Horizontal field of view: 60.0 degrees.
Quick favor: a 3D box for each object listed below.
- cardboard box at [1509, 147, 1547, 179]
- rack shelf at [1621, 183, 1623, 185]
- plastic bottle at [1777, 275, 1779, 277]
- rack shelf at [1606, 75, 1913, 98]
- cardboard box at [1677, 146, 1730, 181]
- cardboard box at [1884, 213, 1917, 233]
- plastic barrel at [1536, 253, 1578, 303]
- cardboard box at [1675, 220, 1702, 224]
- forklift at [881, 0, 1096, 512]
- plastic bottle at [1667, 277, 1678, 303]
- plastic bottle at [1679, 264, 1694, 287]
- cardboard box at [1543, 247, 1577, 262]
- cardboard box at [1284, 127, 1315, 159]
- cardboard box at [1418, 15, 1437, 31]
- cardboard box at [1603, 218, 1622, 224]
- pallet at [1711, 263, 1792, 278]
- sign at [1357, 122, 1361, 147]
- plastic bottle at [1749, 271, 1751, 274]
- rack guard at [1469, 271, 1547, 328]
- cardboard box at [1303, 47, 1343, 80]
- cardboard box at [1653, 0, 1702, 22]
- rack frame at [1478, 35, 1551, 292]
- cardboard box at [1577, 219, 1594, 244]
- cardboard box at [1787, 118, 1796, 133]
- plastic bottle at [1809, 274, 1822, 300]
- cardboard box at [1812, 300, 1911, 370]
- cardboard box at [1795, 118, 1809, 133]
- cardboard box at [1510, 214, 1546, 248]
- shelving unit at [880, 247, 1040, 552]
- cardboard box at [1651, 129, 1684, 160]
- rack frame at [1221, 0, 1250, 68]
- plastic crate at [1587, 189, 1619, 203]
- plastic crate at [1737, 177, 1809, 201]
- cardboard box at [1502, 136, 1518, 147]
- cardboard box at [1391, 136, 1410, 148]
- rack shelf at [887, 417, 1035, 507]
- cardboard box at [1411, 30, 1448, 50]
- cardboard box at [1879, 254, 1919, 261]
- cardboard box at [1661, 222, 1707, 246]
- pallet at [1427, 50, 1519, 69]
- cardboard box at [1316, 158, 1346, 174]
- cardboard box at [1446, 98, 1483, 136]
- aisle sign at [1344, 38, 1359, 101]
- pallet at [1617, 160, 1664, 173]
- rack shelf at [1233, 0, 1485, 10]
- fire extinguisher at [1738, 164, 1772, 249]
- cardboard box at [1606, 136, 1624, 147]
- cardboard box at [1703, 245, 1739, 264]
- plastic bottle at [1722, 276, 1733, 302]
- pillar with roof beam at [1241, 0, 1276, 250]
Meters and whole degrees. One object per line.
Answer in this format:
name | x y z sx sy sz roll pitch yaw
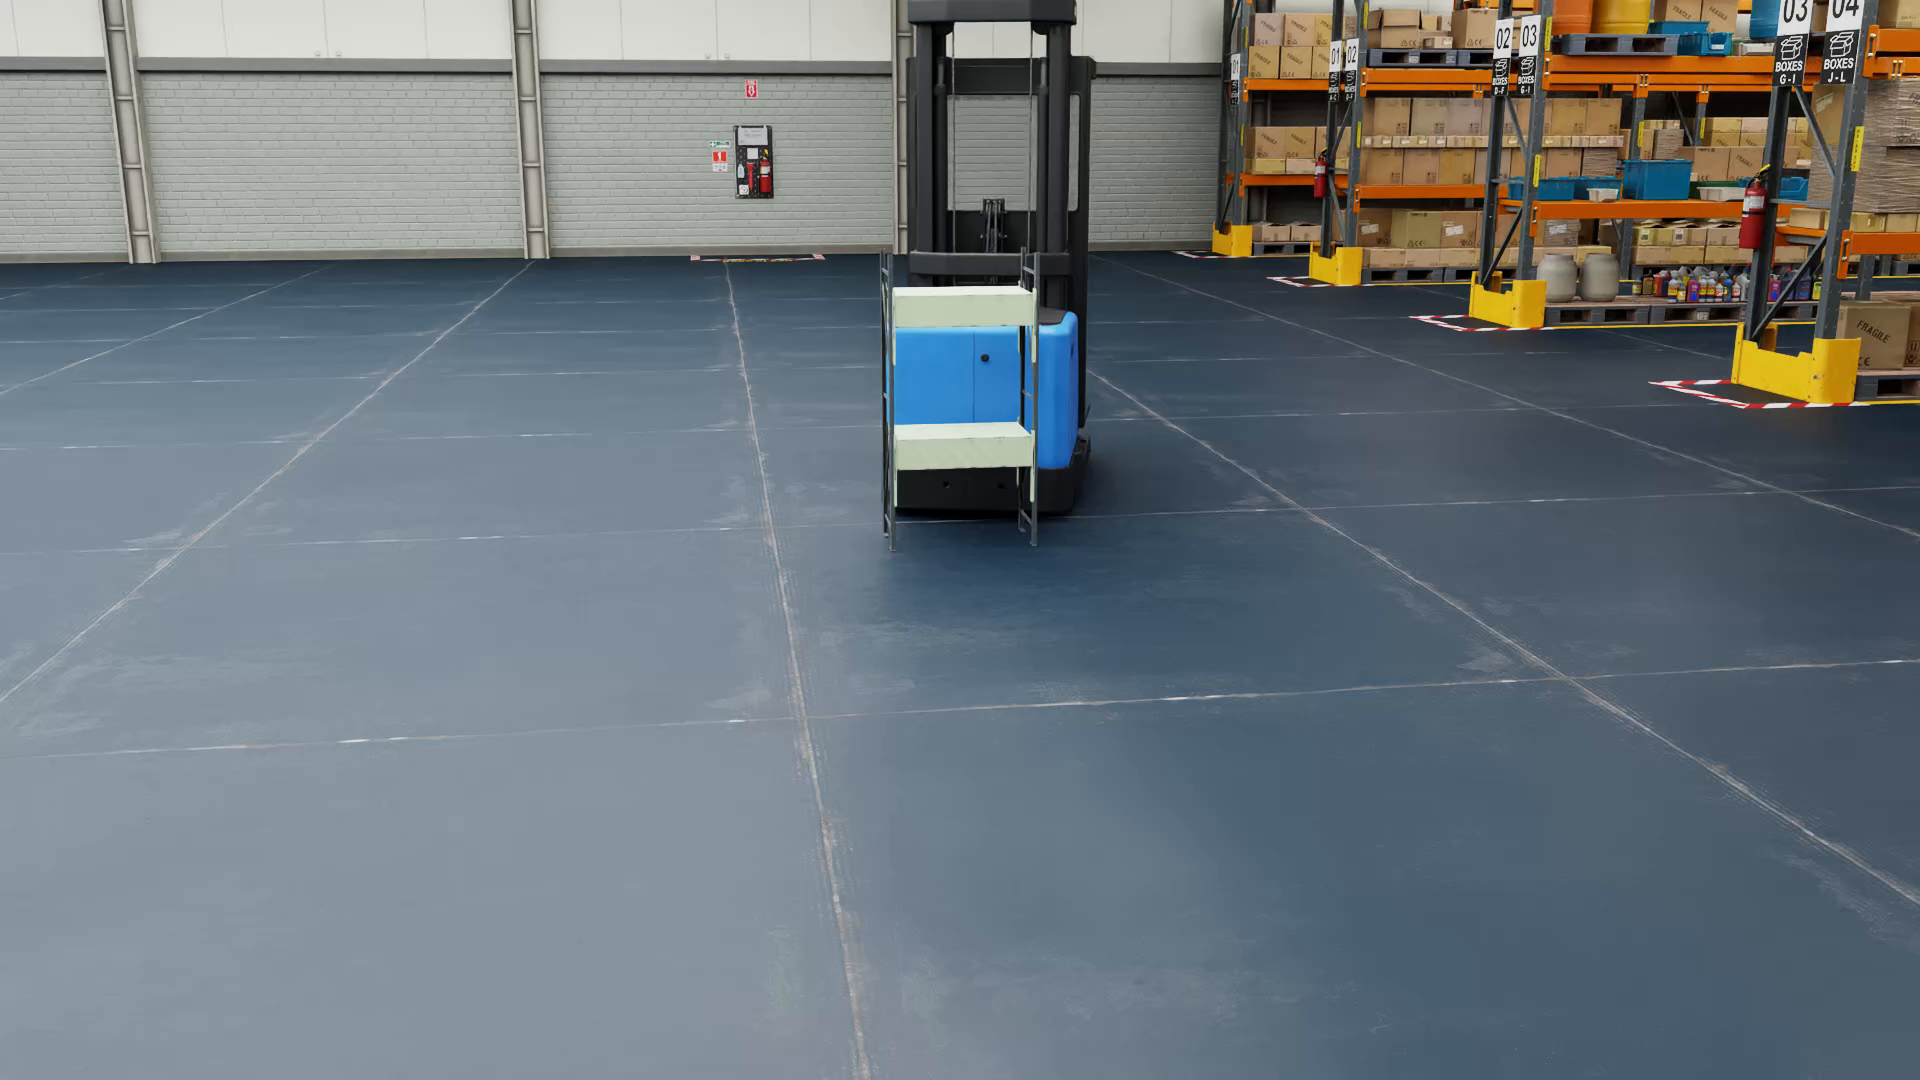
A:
cardboard box | 7.702 -5.178 22.996 0.500 0.500 0.700 -2 14 -7
rack shelf | 11.135 -4.908 23.606 4.000 0.370 1.077 -2 14 -8
plastic bottle | 9.410 -2.939 19.124 0.097 0.201 0.097 0 14 0
rack shelf | 11.135 -6.363 23.241 4.000 0.370 1.077 -2 14 -8
cardboard box | 10.440 -5.276 23.388 0.500 0.500 0.500 -1 14 -4
cardboard box | 7.241 -2.492 13.010 0.250 0.149 0.380 -2 14 -8
plastic barrel | 6.575 -2.887 18.319 0.421 0.512 0.421 0 14 0
cardboard box | 10.522 -4.448 23.929 0.500 0.311 0.500 -2 14 -8
forklift | 0.254 -1.881 10.197 1.130 2.935 3.031 2 14 7
plastic bottle | 7.775 -2.729 18.141 0.097 0.271 0.097 0 14 0
plastic bottle | 8.240 -2.963 18.912 0.185 0.351 0.144 -2 14 -6
cardboard box | 8.235 -3.970 23.173 0.500 0.250 0.500 -2 14 -8
cardboard box | 5.467 -6.492 27.169 0.500 0.500 0.500 -2 14 -8
cardboard box | 7.417 -8.268 27.056 0.500 0.500 0.500 -1 14 -5
cardboard box | 11.140 -5.493 28.691 0.500 0.500 0.700 -2 14 -8
pallet | 11.089 -3.913 23.892 1.213 0.211 1.003 -2 14 -8
sign | 5.278 -5.364 22.003 0.005 0.325 0.100 -2 14 -8
plastic bottle | 9.053 -2.957 18.889 0.185 0.351 0.144 -2 14 -8
rack guard | 6.004 -2.650 18.260 0.348 0.500 1.175 -2 14 -8
cardboard box | 5.877 -7.727 26.953 0.500 0.500 0.500 -1 14 -6
cardboard box | 9.773 -7.147 22.791 0.500 0.500 0.500 -2 14 -8
rack frame | 5.936 -3.848 17.900 0.127 3.000 1.000 -2 14 -8
cardboard box | 8.652 -4.477 23.655 0.500 0.500 0.500 -2 14 -8
cardboard box | 13.883 -7.080 28.389 0.500 0.250 0.500 -2 14 -8
plastic bottle | 9.465 -2.792 18.369 0.133 0.283 0.061 -1 14 -5
cardboard box | 7.294 -1.667 13.476 0.500 0.500 0.500 1 14 2
cardboard box | 14.387 -7.100 28.468 0.500 0.250 0.500 -2 14 -9
cardboard box | 7.741 -4.315 23.008 0.500 0.500 0.500 -2 14 -8
shelving unit | -0.007 -0.727 8.538 0.755 1.500 0.431 -2 14 -8
cardboard box | 11.907 -6.764 28.415 0.500 0.500 0.700 -4 15 -15
rack frame | 4.460 -9.141 26.672 0.127 3.000 1.000 -2 14 -8
plastic crate | 6.869 -3.675 17.752 0.250 0.136 0.298 -2 14 -8
plastic crate | 8.837 -3.816 18.075 0.616 0.251 0.499 -2 14 -8
cardboard box | 7.402 -5.430 22.670 0.250 0.149 0.380 -2 14 -6
cardboard box | 5.882 -5.375 22.451 0.250 0.149 0.380 -2 14 -10
rack shelf | -0.007 -0.411 8.618 0.720 0.370 0.431 -2 14 -8
cardboard box | 6.301 -6.799 22.656 0.500 0.250 0.500 -2 14 -8
cardboard box | 13.605 -4.278 23.849 0.500 0.500 0.500 -1 14 -6
cardboard box | 10.098 -4.299 23.332 0.500 0.311 0.500 -2 14 -9
pallet | 7.114 -6.516 22.554 1.213 0.211 1.003 -2 14 -8
cardboard box | 6.006 -6.149 27.340 0.500 0.250 0.500 -2 14 -9
cardboard box | 6.735 -5.772 22.699 0.500 0.500 0.700 -2 14 -8
aisle sign | 5.182 -6.225 22.032 0.004 0.787 0.394 -2 14 -8
pallet | 11.682 -6.377 28.376 1.003 0.211 1.213 -2 14 -8
rack shelf | 6.438 -8.863 27.049 4.000 0.370 1.077 -2 14 -8
fire extinguisher | 6.492 -2.726 13.584 0.183 0.674 0.296 -2 14 -8
cardboard box | 8.920 -5.486 22.893 0.250 0.149 0.380 -2 14 -8
cardboard box | 10.610 -4.047 23.483 0.500 0.250 0.500 -3 14 -10
plastic bottle | 8.413 -2.752 18.234 0.097 0.271 0.097 0 14 0
pillar with roof beam | 5.664 -8.339 23.474 0.400 9.000 9.100 -2 14 -8
